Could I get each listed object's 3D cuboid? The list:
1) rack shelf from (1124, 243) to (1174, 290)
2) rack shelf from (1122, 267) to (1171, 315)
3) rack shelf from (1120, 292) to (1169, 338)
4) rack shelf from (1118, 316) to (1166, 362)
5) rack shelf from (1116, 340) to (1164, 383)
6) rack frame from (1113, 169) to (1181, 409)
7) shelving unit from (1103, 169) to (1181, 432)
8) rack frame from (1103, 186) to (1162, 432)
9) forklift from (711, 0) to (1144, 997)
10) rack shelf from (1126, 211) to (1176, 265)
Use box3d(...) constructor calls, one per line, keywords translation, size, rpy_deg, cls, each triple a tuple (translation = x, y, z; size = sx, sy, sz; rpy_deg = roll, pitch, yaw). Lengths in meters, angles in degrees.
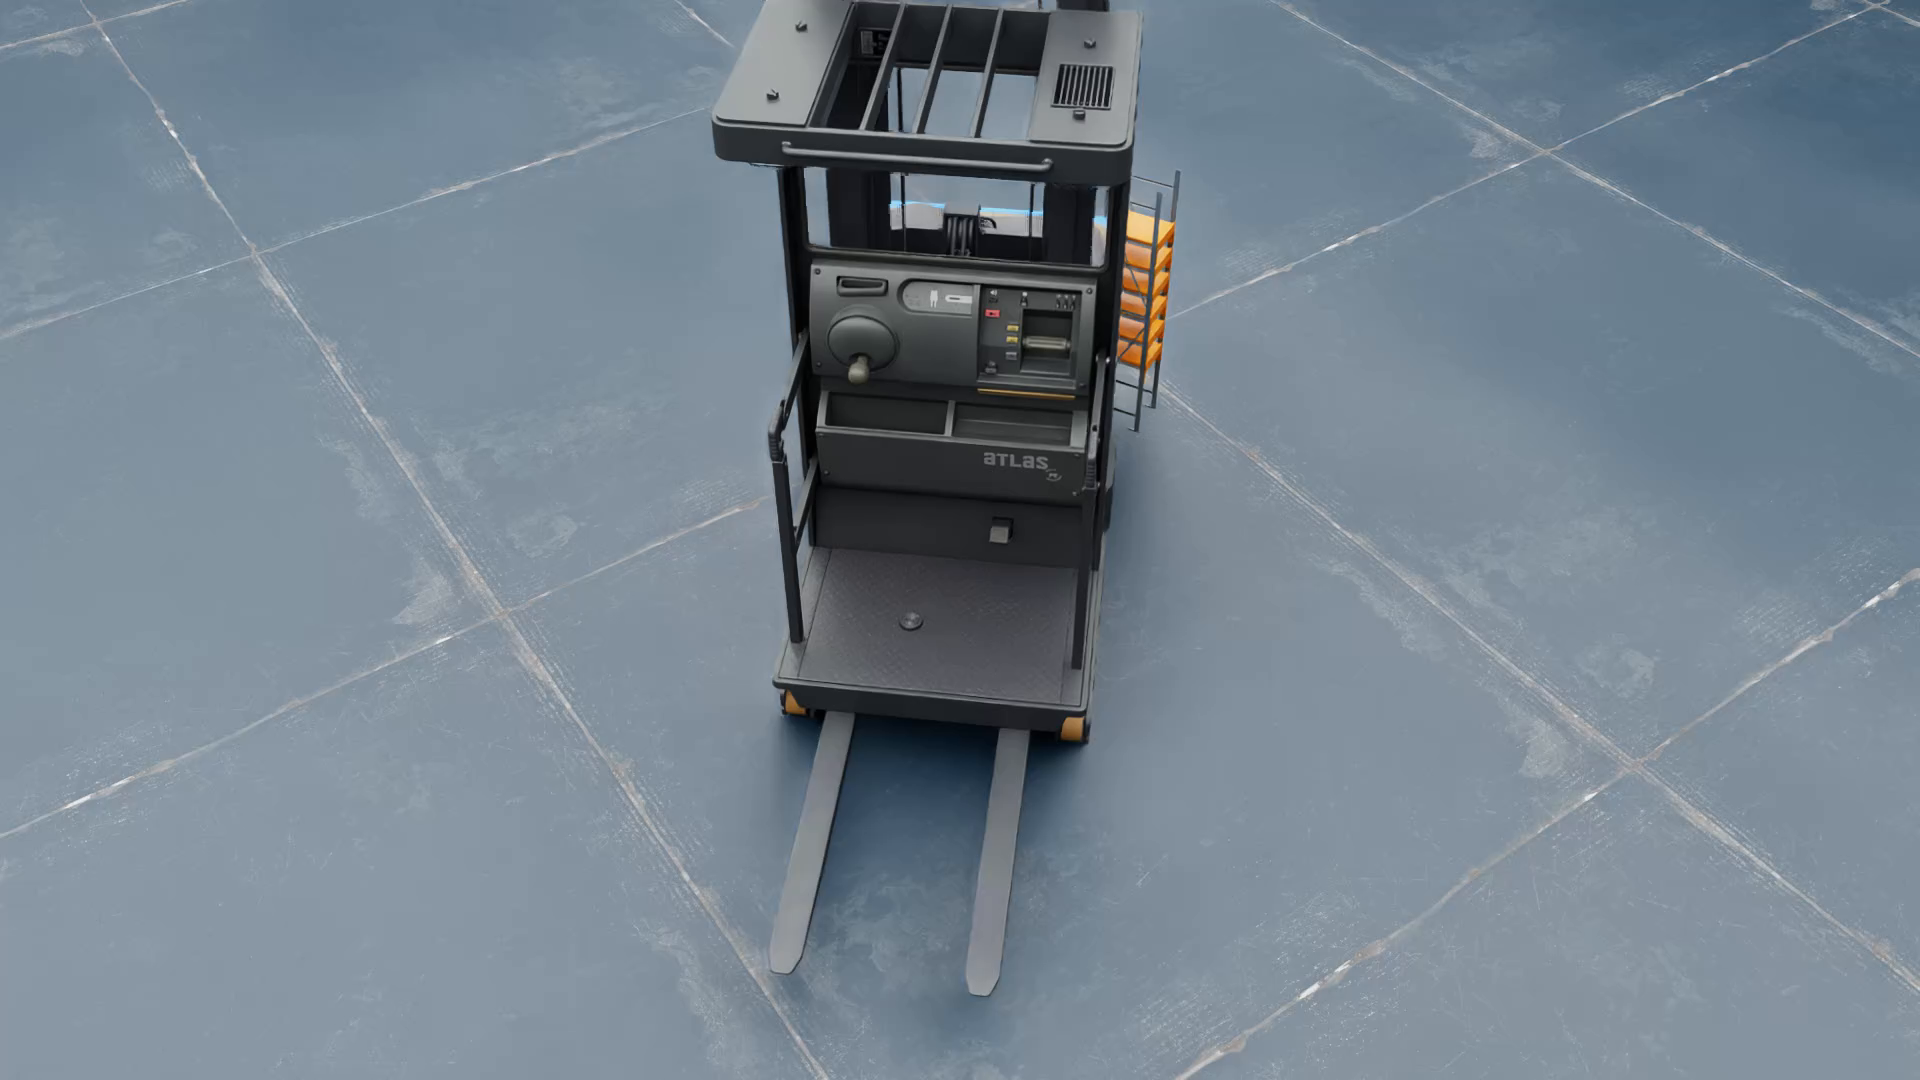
box3d(translation=(0.717, -1.142, 6.793), size=(0.258, 0.103, 0.180), rpy_deg=(20, 47, 20), cls="rack shelf")
box3d(translation=(0.717, -1.055, 6.876), size=(0.258, 0.103, 0.180), rpy_deg=(20, 47, 20), cls="rack shelf")
box3d(translation=(0.716, -0.967, 6.958), size=(0.258, 0.103, 0.180), rpy_deg=(20, 47, 20), cls="rack shelf")
box3d(translation=(0.716, -0.880, 7.041), size=(0.258, 0.103, 0.180), rpy_deg=(20, 47, 20), cls="rack shelf")
box3d(translation=(0.716, -0.793, 7.123), size=(0.258, 0.103, 0.180), rpy_deg=(20, 47, 20), cls="rack shelf")
box3d(translation=(0.760, -1.055, 6.986), size=(0.240, 1.200, 0.006), rpy_deg=(20, 47, 20), cls="rack frame")
box3d(translation=(0.716, -1.000, 6.928), size=(0.258, 1.200, 0.189), rpy_deg=(20, 47, 20), cls="shelving unit")
box3d(translation=(0.673, -0.944, 6.869), size=(0.240, 1.200, 0.006), rpy_deg=(20, 47, 20), cls="rack frame")
box3d(translation=(-0.052, -0.594, 5.250), size=(1.130, 2.935, 3.031), rpy_deg=(5, 44, 5), cls="forklift")
box3d(translation=(0.717, -1.229, 6.711), size=(0.258, 0.103, 0.180), rpy_deg=(20, 47, 20), cls="rack shelf")
